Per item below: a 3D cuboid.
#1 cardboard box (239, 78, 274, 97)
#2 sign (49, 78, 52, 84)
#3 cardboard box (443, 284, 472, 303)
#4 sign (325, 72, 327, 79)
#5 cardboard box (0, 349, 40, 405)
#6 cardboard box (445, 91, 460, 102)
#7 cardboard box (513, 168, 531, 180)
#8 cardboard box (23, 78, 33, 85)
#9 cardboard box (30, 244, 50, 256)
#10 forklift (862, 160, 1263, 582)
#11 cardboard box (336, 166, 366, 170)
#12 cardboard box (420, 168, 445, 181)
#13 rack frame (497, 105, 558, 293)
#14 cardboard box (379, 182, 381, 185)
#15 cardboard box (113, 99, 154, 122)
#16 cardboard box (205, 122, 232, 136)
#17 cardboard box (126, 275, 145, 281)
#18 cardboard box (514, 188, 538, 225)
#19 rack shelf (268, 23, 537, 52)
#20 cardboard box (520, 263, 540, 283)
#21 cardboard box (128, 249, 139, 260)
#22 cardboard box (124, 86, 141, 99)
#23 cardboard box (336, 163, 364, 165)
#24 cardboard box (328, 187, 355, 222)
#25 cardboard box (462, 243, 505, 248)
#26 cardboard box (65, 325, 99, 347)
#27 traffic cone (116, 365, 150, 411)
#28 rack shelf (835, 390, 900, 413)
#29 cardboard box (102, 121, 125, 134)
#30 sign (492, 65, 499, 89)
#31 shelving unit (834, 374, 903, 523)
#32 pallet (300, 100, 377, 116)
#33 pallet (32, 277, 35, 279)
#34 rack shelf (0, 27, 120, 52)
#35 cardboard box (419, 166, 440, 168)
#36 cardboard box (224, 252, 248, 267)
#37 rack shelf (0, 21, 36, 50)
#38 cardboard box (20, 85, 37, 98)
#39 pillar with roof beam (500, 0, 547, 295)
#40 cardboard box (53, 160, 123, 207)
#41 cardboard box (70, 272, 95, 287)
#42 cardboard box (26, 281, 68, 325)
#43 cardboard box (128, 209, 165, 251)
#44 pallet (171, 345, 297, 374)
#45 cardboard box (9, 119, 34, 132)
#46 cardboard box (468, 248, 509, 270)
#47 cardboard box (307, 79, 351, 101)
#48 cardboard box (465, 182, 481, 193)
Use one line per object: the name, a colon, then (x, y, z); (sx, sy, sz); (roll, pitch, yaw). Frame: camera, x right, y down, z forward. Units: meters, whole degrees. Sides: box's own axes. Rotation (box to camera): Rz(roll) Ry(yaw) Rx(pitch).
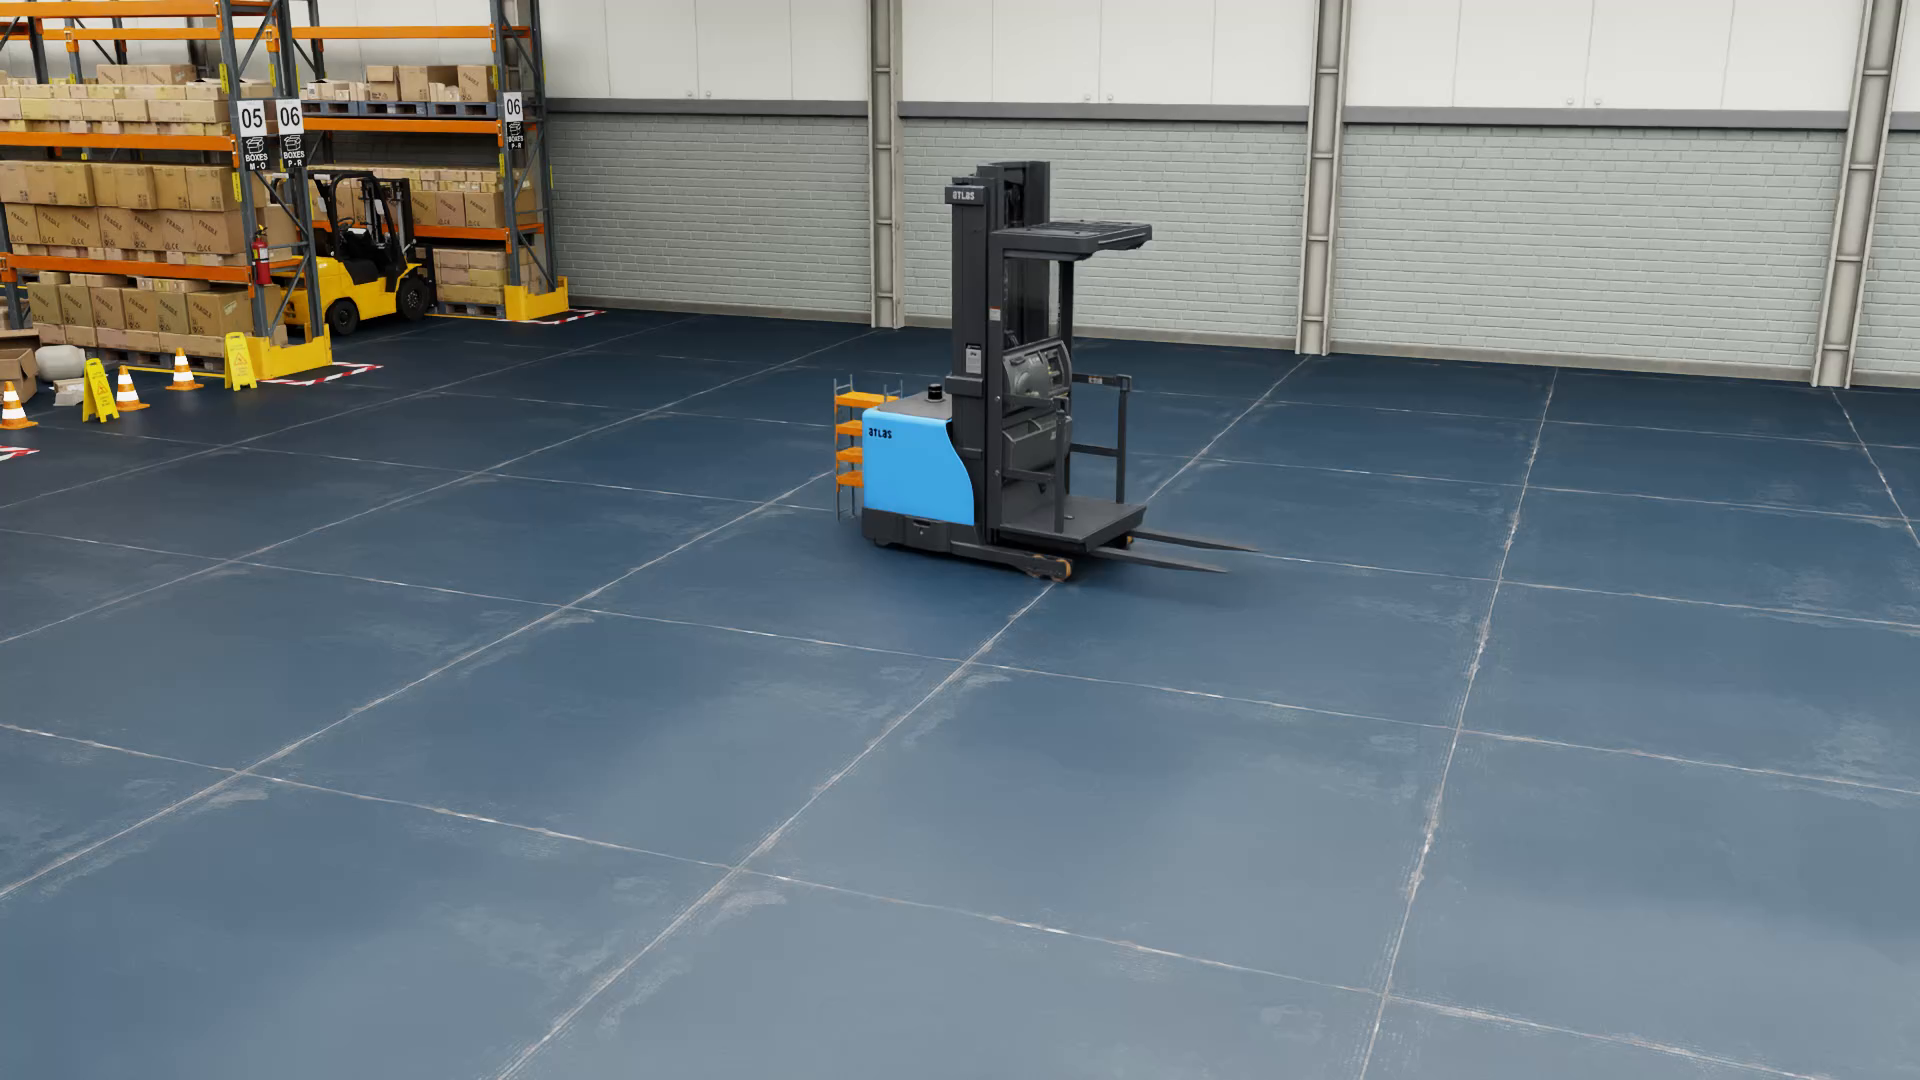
cardboard box: (-10.768, -6.853, 25.246); (0.500, 0.311, 0.500); (6, 17, 19)
sign: (-11.631, -5.737, 21.248); (0.005, 0.325, 0.100); (6, 17, 21)
cardboard box: (-7.297, -3.686, 24.669); (0.500, 0.250, 0.500); (6, 17, 21)
sign: (-9.803, -7.066, 25.682); (0.005, 0.325, 0.100); (6, 17, 21)
cardboard box: (-10.665, -1.822, 18.547); (0.637, 0.503, 0.797); (-5, 17, -18)
cardboard box: (-7.167, -6.361, 23.842); (0.250, 0.149, 0.380); (6, 17, 19)
cardboard box: (-6.519, -5.378, 24.441); (0.250, 0.149, 0.380); (6, 17, 20)
cardboard box: (-14.848, -7.370, 26.822); (0.250, 0.149, 0.380); (6, 17, 20)
cardboard box: (-11.394, -3.658, 20.846); (0.250, 0.149, 0.380); (7, 18, 22)
forklift: (0.753, -1.272, 12.297); (3.031, 2.935, 1.130); (10, 19, 31)
cardboard box: (-9.099, -5.507, 24.888); (0.250, 0.149, 0.380); (7, 17, 22)
cardboard box: (-7.677, -5.349, 24.343); (0.250, 0.149, 0.380); (7, 18, 22)
rack frame: (-6.285, -4.785, 24.277); (0.127, 3.000, 1.000); (6, 17, 21)
cardboard box: (-8.625, -5.315, 24.758); (0.250, 0.149, 0.380); (6, 17, 19)
cardboard box: (-9.629, -5.095, 19.699); (0.500, 0.250, 0.500); (7, 18, 22)
cardboard box: (-8.537, -4.782, 19.334); (0.250, 0.149, 0.380); (6, 17, 21)
cardboard box: (-10.701, -3.106, 21.325); (0.500, 0.500, 0.500); (7, 17, 22)
cardboard box: (-6.643, -4.956, 24.686); (0.500, 0.500, 0.500); (7, 18, 22)
rack shelf: (-8.145, -7.334, 24.302); (4.000, 0.370, 1.077); (6, 17, 21)
cardboard box: (-6.646, -4.009, 24.884); (0.500, 0.250, 0.500); (7, 17, 22)
cardboard box: (-9.944, -3.521, 20.373); (0.250, 0.149, 0.380); (6, 17, 21)
cardboard box: (-9.671, -5.316, 19.745); (0.250, 0.149, 0.380); (6, 17, 19)
cardboard box: (-9.379, -5.706, 25.573); (0.250, 0.149, 0.380); (6, 17, 19)
cardboard box: (-9.198, -5.081, 25.114); (0.500, 0.500, 0.500); (7, 17, 22)
cardboard box: (-7.128, -4.295, 24.974); (0.500, 0.250, 0.500); (6, 17, 21)
cardboard box: (-10.873, -2.606, 20.949); (0.500, 0.250, 0.500); (7, 18, 24)
traffic cone: (-9.067, -1.666, 18.083); (0.334, 0.463, 0.336); (6, 17, 21)
rack shelf: (-0.736, -1.086, 13.354); (0.480, 0.148, 0.258); (10, 19, 31)
cardboard box: (-9.982, -4.927, 19.836); (0.250, 0.149, 0.380); (6, 17, 20)
sign: (-6.497, -6.474, 23.267); (0.005, 0.325, 0.100); (6, 17, 21)
shelving unit: (-0.736, -0.709, 13.464); (0.503, 1.200, 0.258); (10, 19, 31)
pallet: (-9.203, -6.512, 25.003); (1.213, 0.211, 1.003); (6, 17, 21)
pallet: (-16.677, -4.600, 28.642); (1.213, 0.211, 1.003); (6, 17, 21)
rack shelf: (-15.587, -8.152, 27.121); (4.000, 0.370, 1.077); (6, 17, 21)
cardboard box: (-7.947, -5.543, 25.011); (0.250, 0.149, 0.380); (6, 17, 21)
cardboard box: (-8.529, -3.360, 19.817); (0.250, 0.149, 0.380); (7, 18, 22)
rack shelf: (-13.684, -6.455, 21.275); (4.000, 0.370, 1.077); (6, 17, 21)
cardboard box: (-11.155, -5.444, 20.187); (0.250, 0.149, 0.380); (6, 17, 19)
pillar with roof beam: (-8.181, -6.855, 20.645); (0.400, 9.000, 9.100); (6, 17, 21)
cardboard box: (-10.569, -4.360, 20.307); (0.500, 0.500, 0.700); (6, 17, 19)
cardboard box: (-10.801, -3.249, 20.655); (0.250, 0.149, 0.380); (7, 18, 23)
cardboard box: (-11.374, -3.018, 21.022); (0.500, 0.500, 0.500); (7, 18, 23)
cardboard box: (-9.637, -3.777, 20.091); (0.500, 0.500, 0.500); (6, 17, 20)
pallet: (-8.916, -2.259, 20.575); (1.213, 0.211, 1.003); (6, 17, 21)
cardboard box: (-11.401, -5.089, 20.394); (0.250, 0.149, 0.380); (6, 17, 21)
cardboard box: (-6.827, -4.113, 24.346); (0.500, 0.250, 0.500); (7, 18, 22)
cardboard box: (-9.321, -6.694, 24.698); (0.500, 0.311, 0.500); (7, 17, 22)
cardboard box: (-6.959, -5.126, 24.108); (0.250, 0.149, 0.380); (7, 17, 22)
